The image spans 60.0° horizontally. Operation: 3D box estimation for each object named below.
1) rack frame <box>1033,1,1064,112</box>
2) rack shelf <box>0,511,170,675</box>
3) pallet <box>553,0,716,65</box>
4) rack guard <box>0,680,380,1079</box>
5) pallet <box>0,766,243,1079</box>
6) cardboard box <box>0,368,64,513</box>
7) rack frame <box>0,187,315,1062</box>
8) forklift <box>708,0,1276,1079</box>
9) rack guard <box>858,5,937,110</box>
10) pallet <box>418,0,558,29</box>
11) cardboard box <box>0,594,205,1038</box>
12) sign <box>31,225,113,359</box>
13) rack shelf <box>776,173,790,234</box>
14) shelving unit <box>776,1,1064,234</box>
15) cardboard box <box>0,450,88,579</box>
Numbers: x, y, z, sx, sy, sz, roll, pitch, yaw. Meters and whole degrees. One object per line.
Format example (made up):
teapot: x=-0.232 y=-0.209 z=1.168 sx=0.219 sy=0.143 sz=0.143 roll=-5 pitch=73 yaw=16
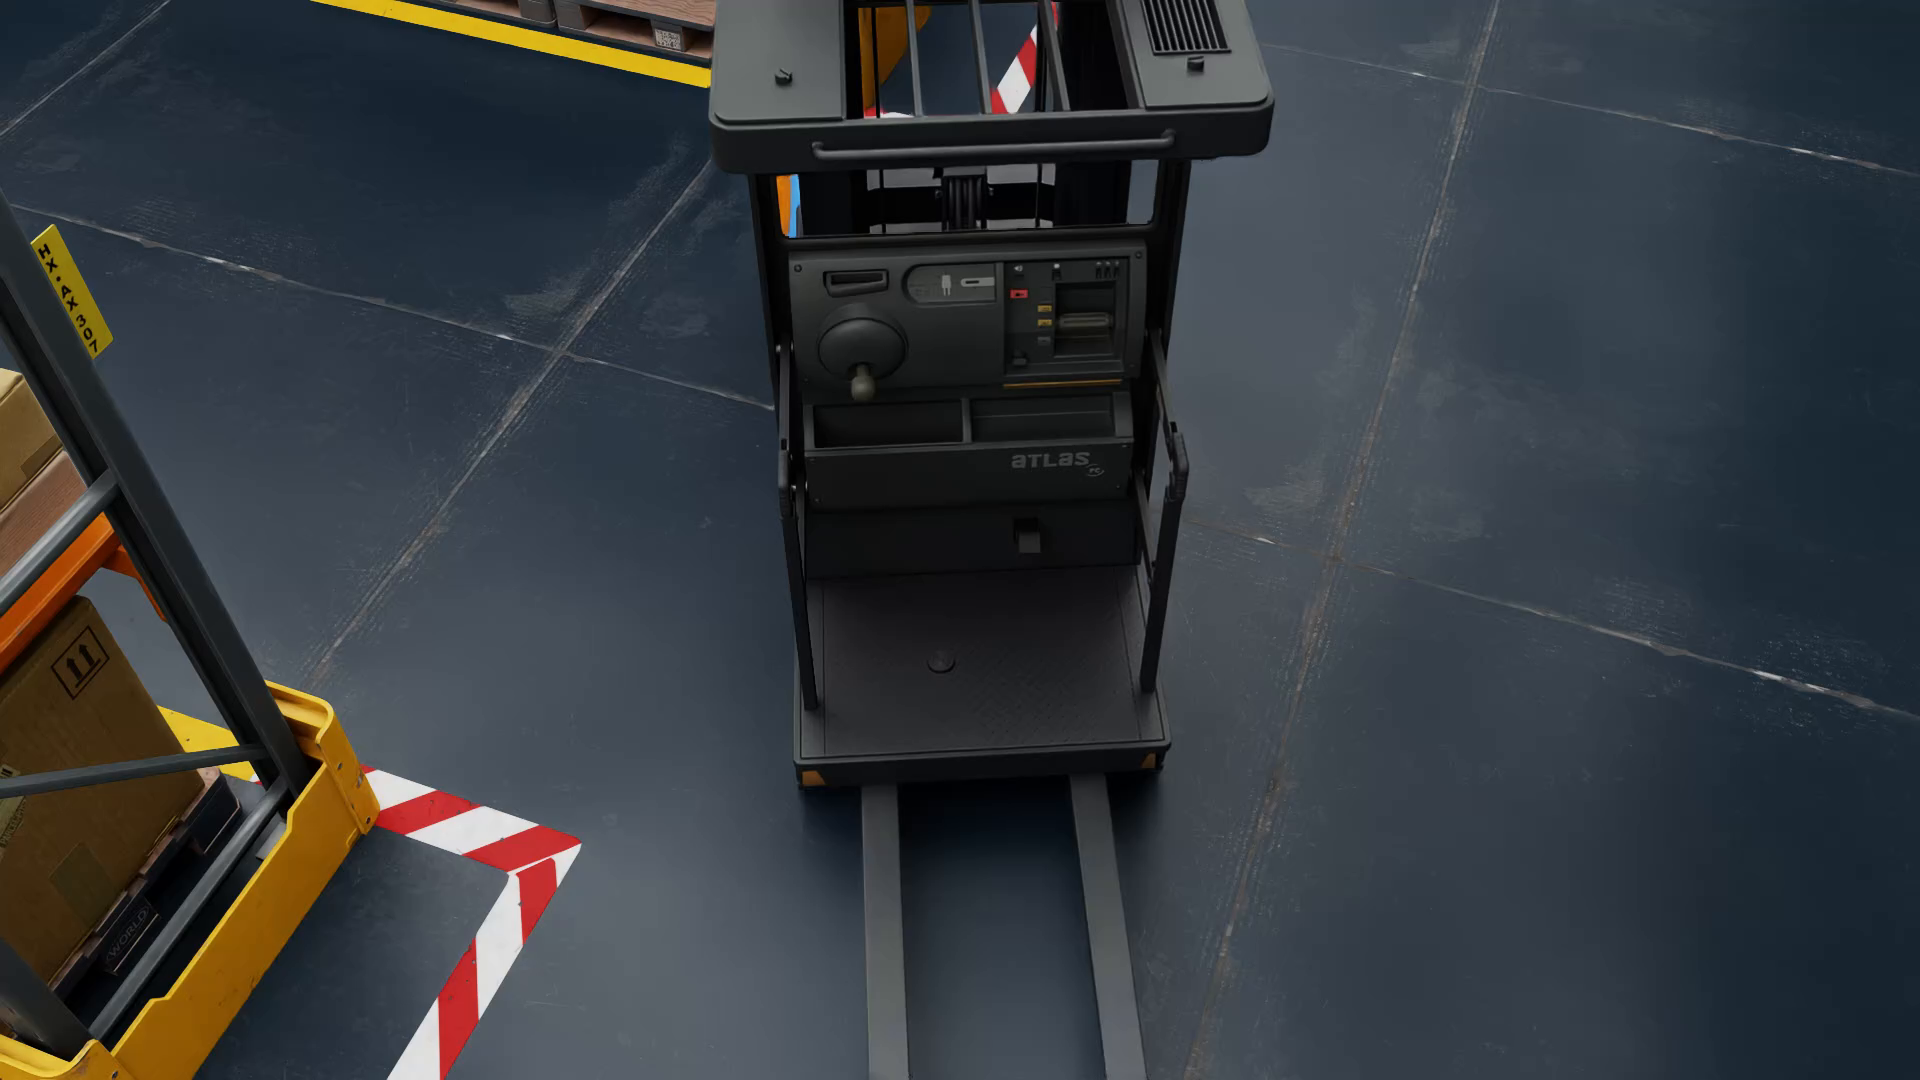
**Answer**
rack frame: x=0.307 y=-1.396 z=5.967 sx=0.032 sy=1.500 sz=0.500 roll=-4 pitch=49 yaw=-4
rack shelf: x=-4.000 y=-0.111 z=4.337 sx=4.000 sy=0.370 sz=1.077 roll=16 pitch=51 yaw=13
pallet: x=-1.167 y=-2.664 z=7.919 sx=1.213 sy=0.211 sz=1.003 roll=16 pitch=51 yaw=13
rack guard: x=-2.101 y=1.002 z=4.550 sx=0.348 sy=0.500 sz=1.175 roll=16 pitch=51 yaw=13
pallet: x=-2.901 y=0.937 z=4.799 sx=1.213 sy=0.211 sz=1.003 roll=16 pitch=51 yaw=13
cardboard box: x=-2.480 y=-0.188 z=3.830 sx=0.500 sy=0.250 sz=0.500 roll=14 pitch=51 yaw=12
rack frame: x=-2.124 y=0.177 z=3.611 sx=0.127 sy=3.000 sz=1.000 roll=16 pitch=51 yaw=13
forklift: x=0.039 y=-0.472 z=4.219 sx=1.130 sy=2.935 sz=3.031 roll=-3 pitch=49 yaw=-2
rack guard: x=-0.380 y=-2.518 z=7.601 sx=0.348 sy=0.500 sz=1.175 roll=16 pitch=51 yaw=13
pallet: x=-2.308 y=-2.984 z=8.197 sx=1.213 sy=0.211 sz=1.003 roll=16 pitch=51 yaw=13
cardboard box: x=-2.752 y=0.625 z=4.352 sx=0.875 sy=0.875 sz=0.875 roll=16 pitch=51 yaw=13
sign: x=-1.926 y=-0.524 z=3.594 sx=0.005 sy=0.325 sz=0.100 roll=16 pitch=51 yaw=13
rack shelf: x=-0.198 y=-1.240 z=6.070 sx=1.000 sy=0.185 sz=0.538 roll=-4 pitch=49 yaw=-4
shelving unit: x=-0.189 y=-1.358 z=5.935 sx=1.083 sy=1.500 sz=0.587 roll=-4 pitch=49 yaw=-4
cardboard box: x=-2.342 y=-0.067 z=3.990 sx=0.250 sy=0.149 sz=0.380 roll=16 pitch=51 yaw=14
